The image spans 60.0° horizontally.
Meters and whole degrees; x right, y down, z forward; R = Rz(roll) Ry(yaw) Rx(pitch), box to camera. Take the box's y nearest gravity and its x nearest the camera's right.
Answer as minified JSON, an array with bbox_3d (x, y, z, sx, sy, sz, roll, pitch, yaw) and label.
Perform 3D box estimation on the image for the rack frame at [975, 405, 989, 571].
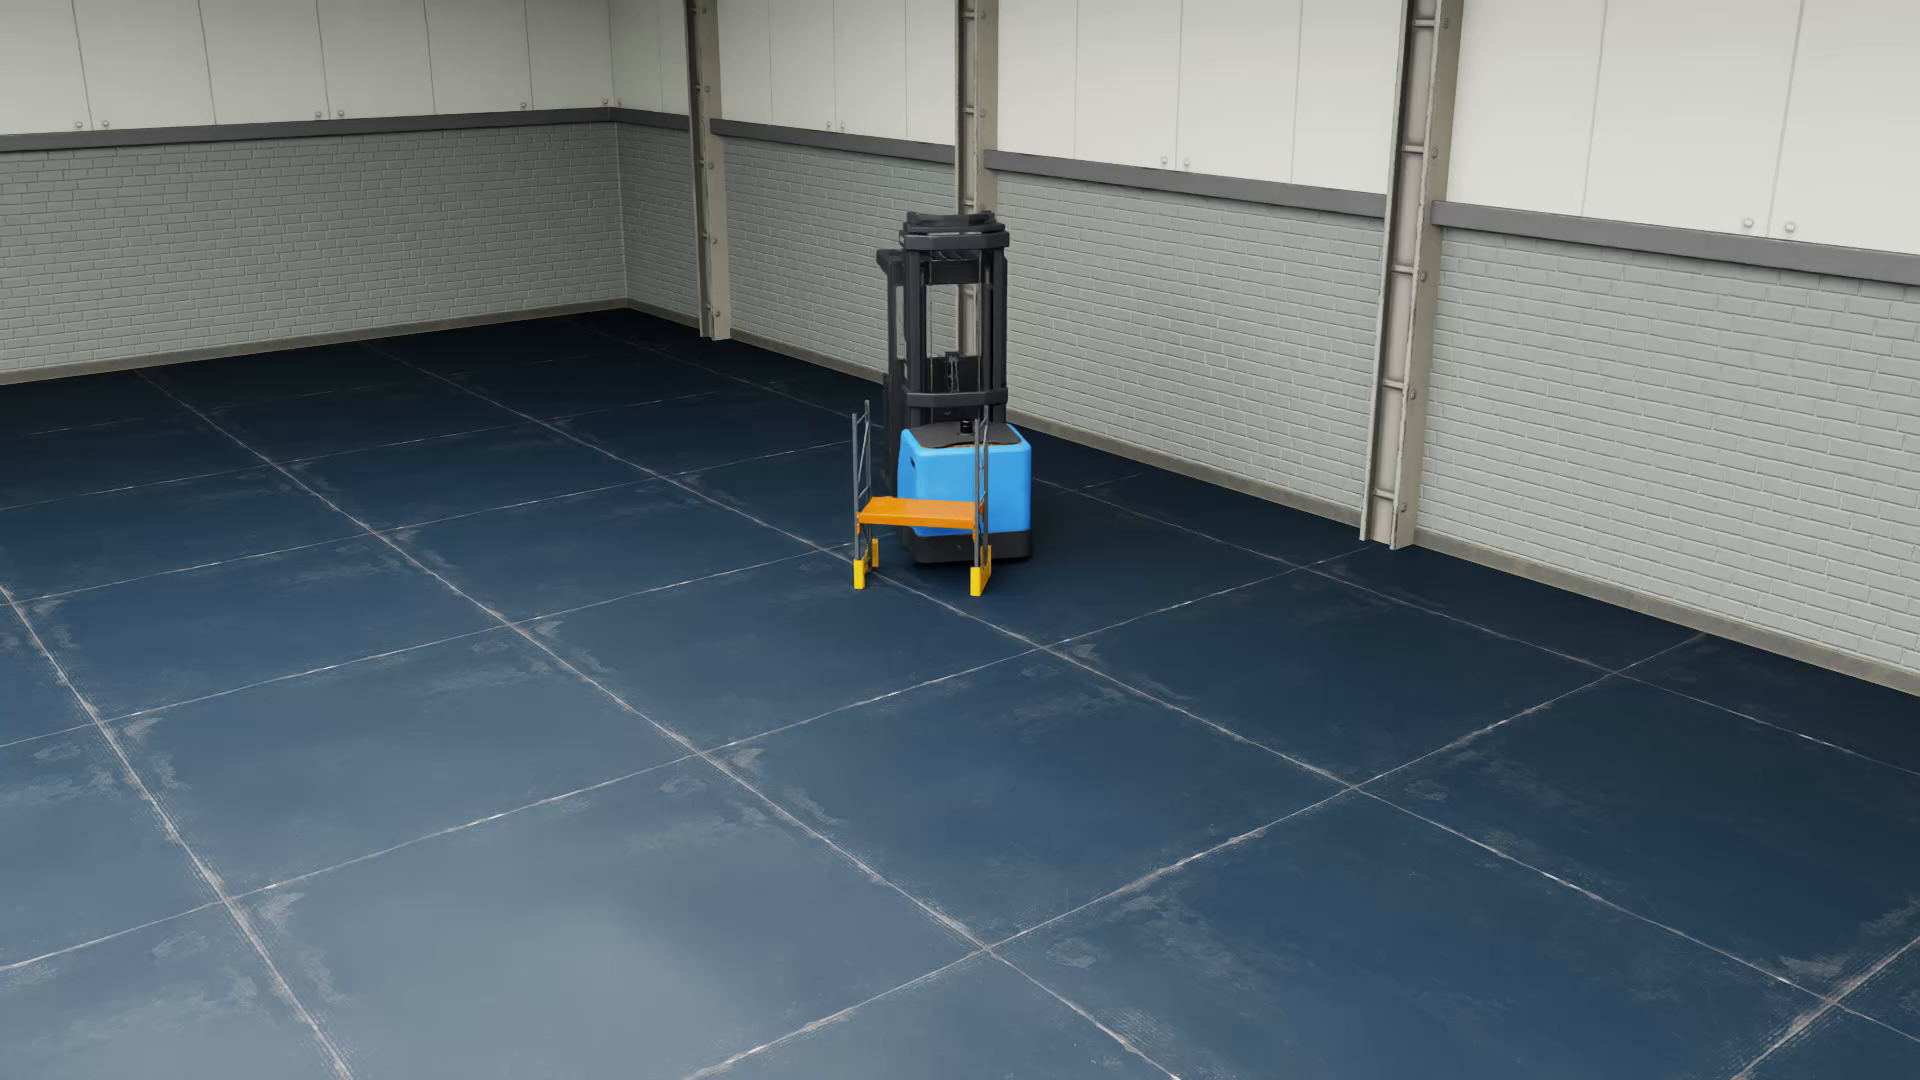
[{"bbox_3d":[0.180,-0.335,13.875,0.032,1.500,0.500,3,19,10],"label":"rack frame"}]

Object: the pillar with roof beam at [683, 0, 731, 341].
[{"bbox_3d":[-6.917,-6.378,20.195,9.100,9.000,0.400,-14,23,-36],"label":"pillar with roof beam"}]

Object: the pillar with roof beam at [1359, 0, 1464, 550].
[{"bbox_3d":[0.533,-3.421,11.265,9.100,9.000,0.400,-14,23,-36],"label":"pillar with roof beam"}]

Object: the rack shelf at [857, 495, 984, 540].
[{"bbox_3d":[-0.321,-0.192,14.017,1.000,0.185,0.538,3,19,10],"label":"rack shelf"}]

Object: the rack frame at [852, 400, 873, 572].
[{"bbox_3d":[-0.821,-0.391,14.046,0.032,1.500,0.500,3,19,10],"label":"rack frame"}]

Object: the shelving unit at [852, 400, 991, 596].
[{"bbox_3d":[-0.312,-0.363,13.959,1.083,1.500,0.587,3,19,10],"label":"shelving unit"}]

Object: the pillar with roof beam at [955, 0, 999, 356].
[{"bbox_3d":[-3.192,-4.899,15.730,9.100,9.000,0.400,-14,23,-36],"label":"pillar with roof beam"}]

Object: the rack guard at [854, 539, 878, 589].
[{"bbox_3d":[-0.802,0.203,14.239,0.087,0.250,0.587,3,19,10],"label":"rack guard"}]

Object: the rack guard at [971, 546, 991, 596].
[{"bbox_3d":[0.178,0.259,14.072,0.087,0.250,0.587,3,19,10],"label":"rack guard"}]

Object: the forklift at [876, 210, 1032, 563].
[{"bbox_3d":[-0.166,-1.615,15.464,1.130,2.935,3.031,-4,19,-11],"label":"forklift"}]
